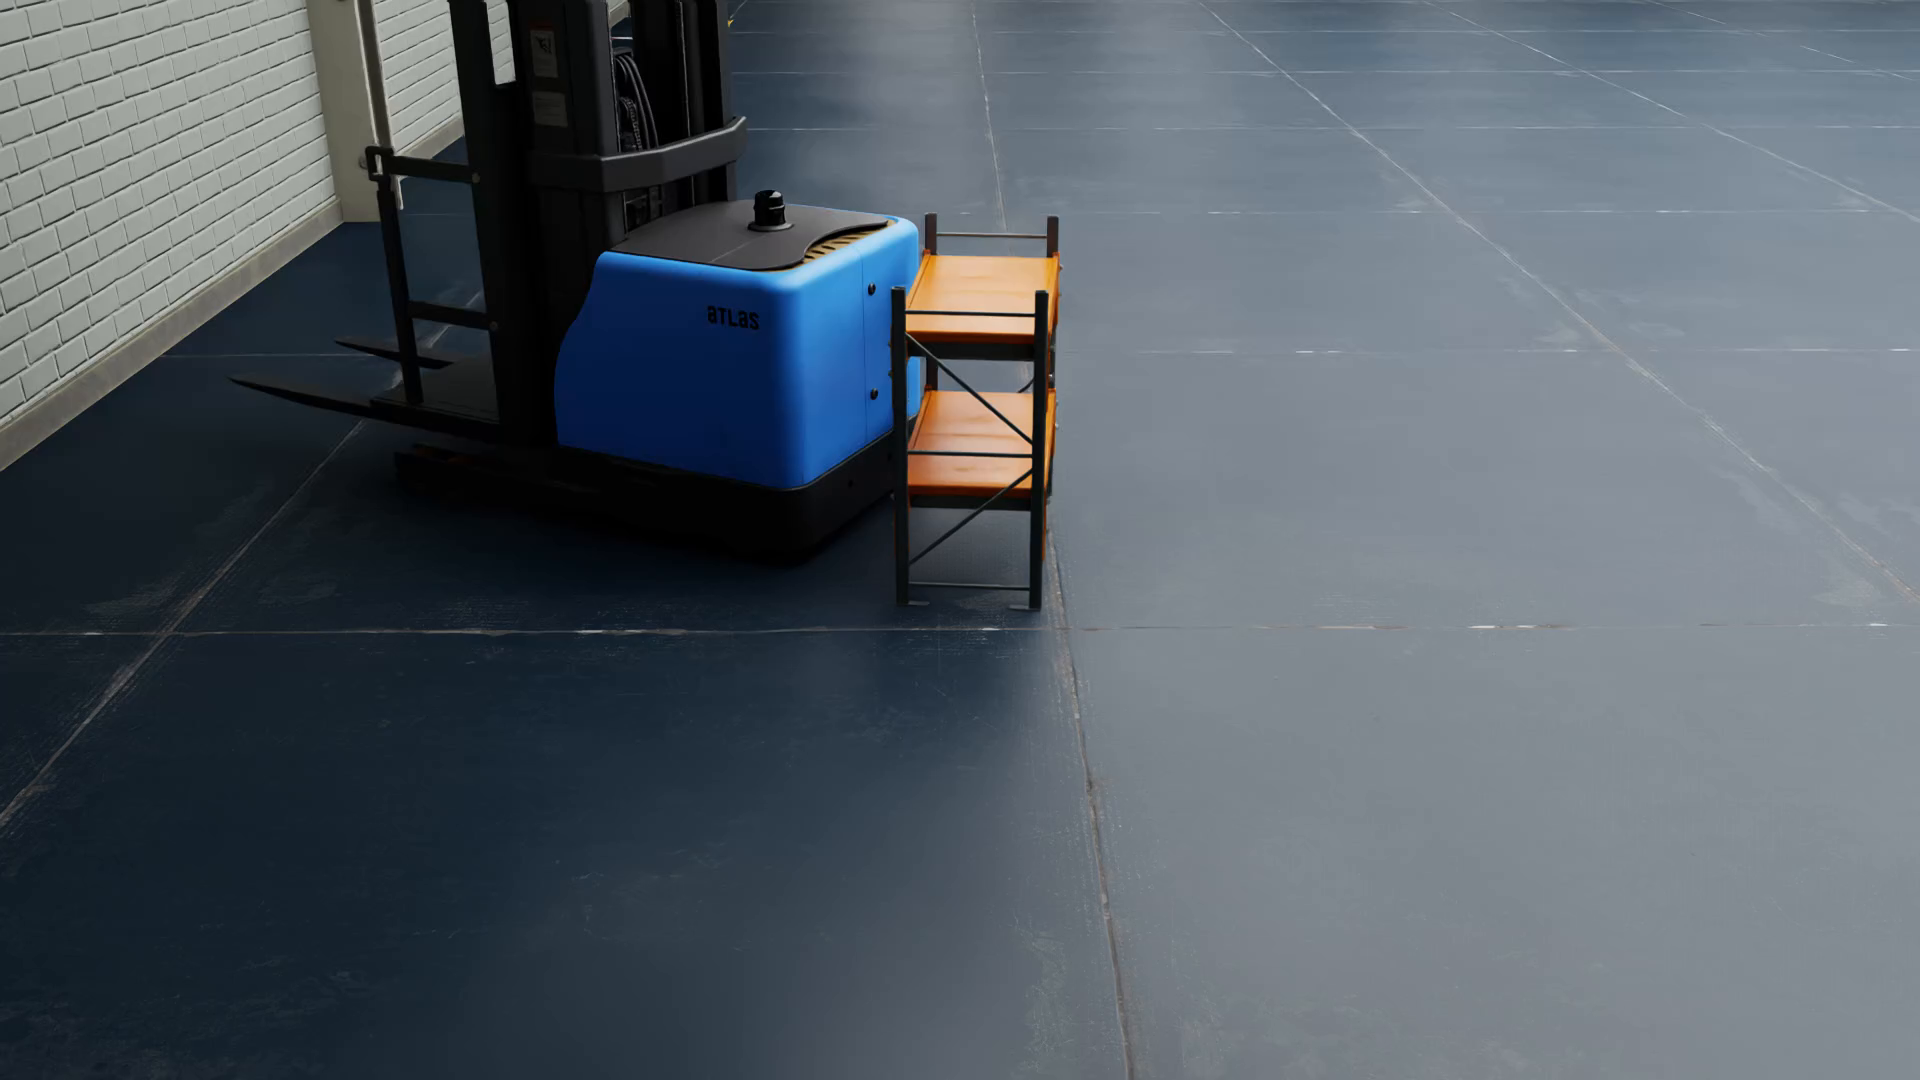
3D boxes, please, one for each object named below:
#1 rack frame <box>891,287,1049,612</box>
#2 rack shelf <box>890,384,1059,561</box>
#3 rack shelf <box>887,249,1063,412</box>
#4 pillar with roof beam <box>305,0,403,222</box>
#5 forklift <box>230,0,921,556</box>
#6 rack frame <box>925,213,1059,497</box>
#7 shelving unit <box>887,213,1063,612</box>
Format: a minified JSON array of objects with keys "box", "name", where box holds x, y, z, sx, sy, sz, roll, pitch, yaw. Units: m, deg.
[{"box":[0.031,-0.282,5.508,0.500,1.125,0.032,2,24,5],"name":"rack frame"},{"box":[0.075,-0.268,6.070,0.538,0.278,1.000,2,24,5],"name":"rack shelf"},{"box":[0.075,-0.757,5.849,0.538,0.278,1.000,2,24,5],"name":"rack shelf"},{"box":[0.407,-6.275,9.204,9.100,9.000,0.400,0,24,-1],"name":"pillar with roof beam"},{"box":[-1.697,-1.685,6.419,3.031,2.935,1.130,12,27,24],"name":"forklift"},{"box":[0.119,-0.699,6.431,0.500,1.125,0.032,2,24,5],"name":"rack frame"},{"box":[0.075,-0.491,5.970,0.538,1.125,1.048,2,24,5],"name":"shelving unit"}]
